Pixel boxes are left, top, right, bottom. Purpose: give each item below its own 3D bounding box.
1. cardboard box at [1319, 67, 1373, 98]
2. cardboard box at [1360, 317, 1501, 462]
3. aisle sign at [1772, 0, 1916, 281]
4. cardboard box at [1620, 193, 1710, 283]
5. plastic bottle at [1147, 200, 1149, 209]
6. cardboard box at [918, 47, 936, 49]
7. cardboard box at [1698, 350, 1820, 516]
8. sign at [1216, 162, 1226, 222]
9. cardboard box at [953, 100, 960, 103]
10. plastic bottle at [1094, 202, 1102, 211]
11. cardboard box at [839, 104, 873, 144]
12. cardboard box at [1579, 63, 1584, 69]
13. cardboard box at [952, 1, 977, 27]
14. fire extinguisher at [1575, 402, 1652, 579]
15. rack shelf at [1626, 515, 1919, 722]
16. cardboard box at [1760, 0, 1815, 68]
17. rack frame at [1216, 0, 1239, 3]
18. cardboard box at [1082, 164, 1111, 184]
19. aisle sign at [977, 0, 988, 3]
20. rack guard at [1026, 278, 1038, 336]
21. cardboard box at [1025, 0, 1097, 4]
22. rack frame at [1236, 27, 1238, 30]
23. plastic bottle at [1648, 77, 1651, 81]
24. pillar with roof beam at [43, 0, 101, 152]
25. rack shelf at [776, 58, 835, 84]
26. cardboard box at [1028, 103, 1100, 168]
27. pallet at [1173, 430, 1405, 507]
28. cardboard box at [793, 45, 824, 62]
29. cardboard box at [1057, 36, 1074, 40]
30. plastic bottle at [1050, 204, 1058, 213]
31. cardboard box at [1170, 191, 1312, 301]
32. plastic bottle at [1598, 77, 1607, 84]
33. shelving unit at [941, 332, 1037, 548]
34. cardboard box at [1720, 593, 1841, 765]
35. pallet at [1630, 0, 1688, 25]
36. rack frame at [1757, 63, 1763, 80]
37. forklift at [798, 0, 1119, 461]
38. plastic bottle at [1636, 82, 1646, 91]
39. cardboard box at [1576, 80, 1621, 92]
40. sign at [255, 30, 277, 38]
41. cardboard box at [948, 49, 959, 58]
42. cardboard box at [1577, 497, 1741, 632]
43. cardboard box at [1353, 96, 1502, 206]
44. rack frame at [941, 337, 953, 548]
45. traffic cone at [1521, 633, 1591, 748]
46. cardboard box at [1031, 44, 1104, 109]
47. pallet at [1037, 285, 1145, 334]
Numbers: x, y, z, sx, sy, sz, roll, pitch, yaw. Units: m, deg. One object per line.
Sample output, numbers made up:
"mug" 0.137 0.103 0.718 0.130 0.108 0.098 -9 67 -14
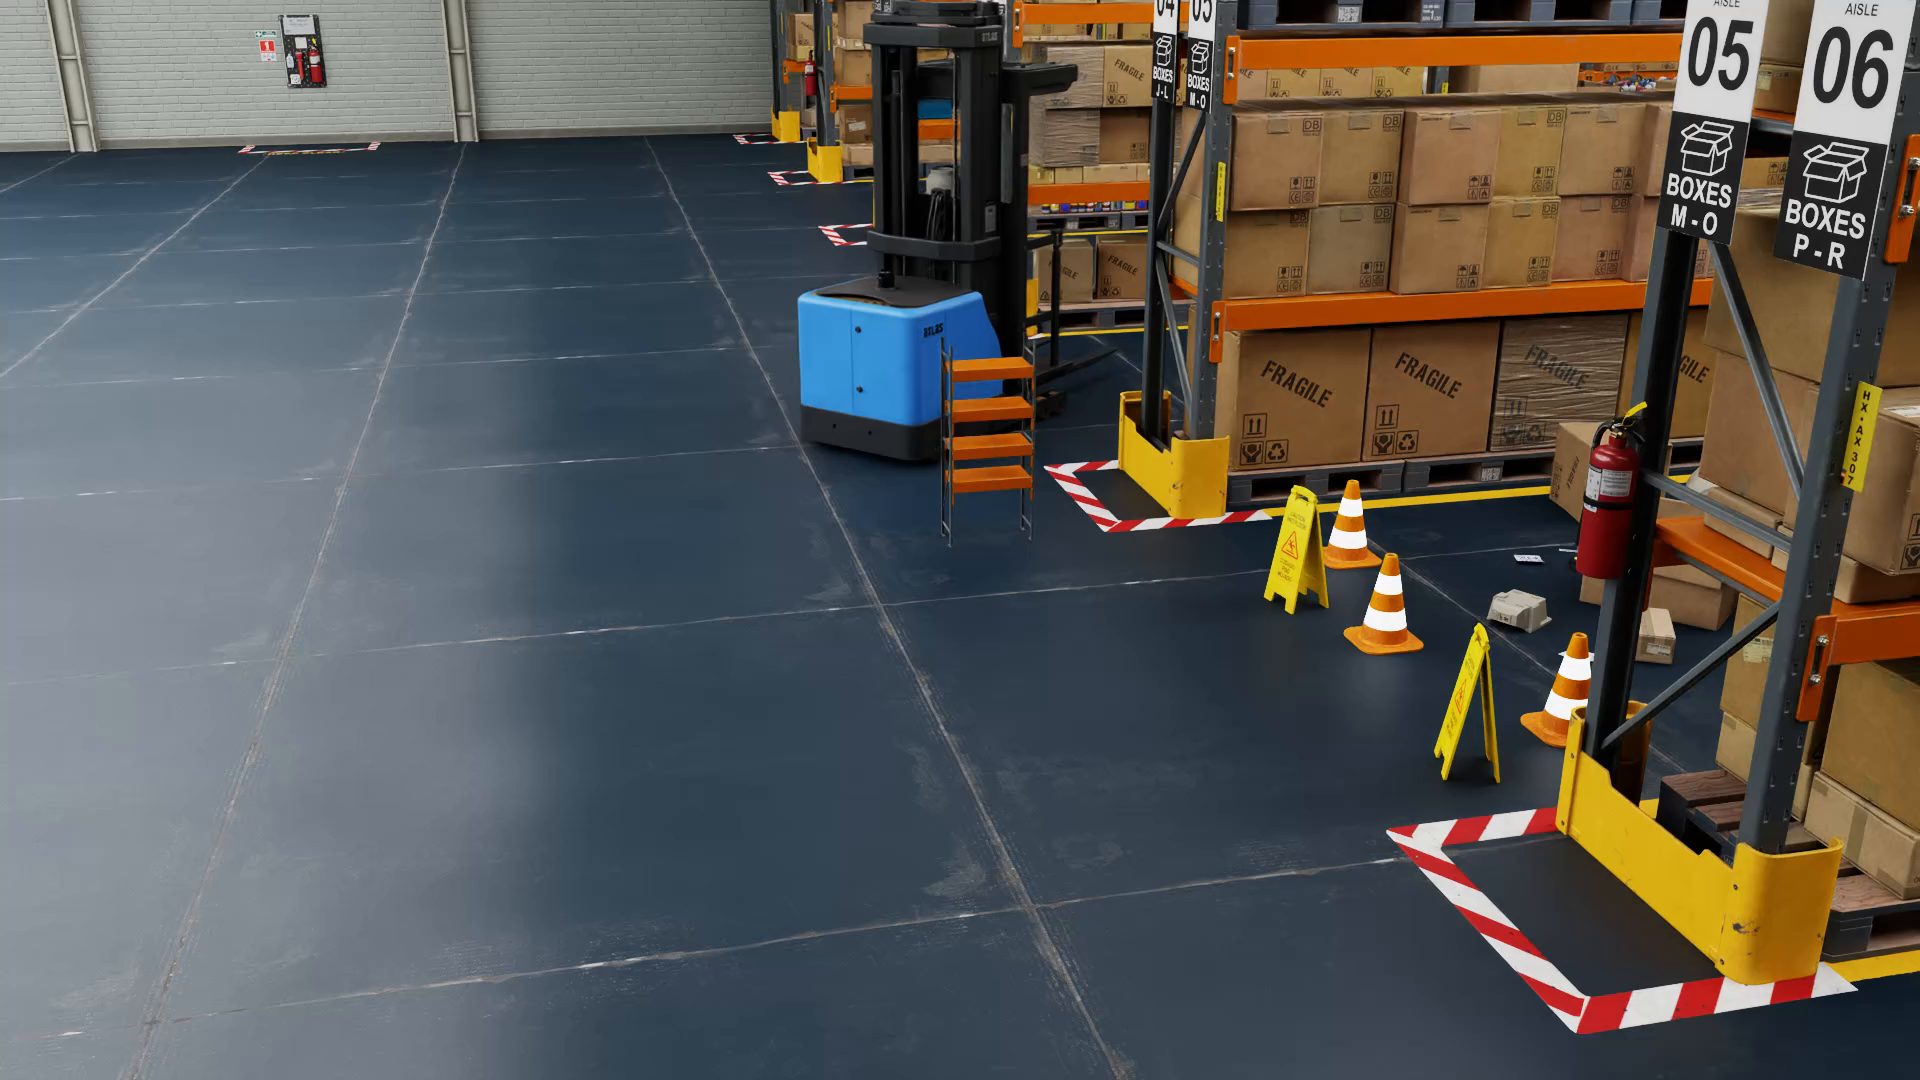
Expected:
"cardboard box" 3.360 -4.211 14.917 0.500 0.500 0.500 -5 21 -12
"cardboard box" 2.871 -1.083 10.889 0.875 0.875 0.875 -5 21 -13
"aisle sign" 2.619 -1.201 4.952 0.004 0.787 0.394 -5 21 -12
"cardboard box" 4.377 -2.040 10.805 0.550 0.550 0.875 -5 21 -12
"plastic bottle" 2.334 -4.180 20.077 0.185 0.351 0.144 -6 21 -15
"cardboard box" -0.512 -7.115 23.788 0.250 0.149 0.380 -5 21 -14
"cardboard box" 3.073 -0.410 5.996 0.500 0.500 0.500 -5 21 -13
"sign" 1.493 -1.995 9.526 0.005 0.325 0.100 -5 21 -12
"cardboard box" -0.200 -7.634 29.288 0.500 0.500 0.500 -6 21 -17
"plastic bottle" 1.652 -4.079 19.917 0.097 0.271 0.097 0 20 0
"cardboard box" -1.495 -6.122 24.464 0.500 0.500 0.500 -5 21 -12
"cardboard box" 10.157 -7.844 26.722 0.500 0.500 0.500 -4 21 -12
"cardboard box" 0.049 -7.538 24.001 0.500 0.500 0.700 -5 21 -12
"fire extinguisher" 2.391 -0.197 6.105 0.183 0.674 0.296 -5 21 -12
"rack shelf" 4.555 0.091 6.251 4.000 0.370 1.077 -5 21 -12
"cardboard box" 3.044 -1.697 5.511 0.500 0.250 0.500 -5 21 -13
"rack frame" 1.371 -4.554 9.165 0.127 3.000 1.000 -5 21 -12
"cardboard box" 1.155 -3.259 14.715 0.250 0.149 0.380 -5 21 -12
"aisle sign" 0.199 -4.722 14.565 0.004 0.787 0.394 -5 21 -12
"rack guard" 0.402 -2.238 15.197 0.348 0.500 1.175 -5 21 -12
"cardboard box" 0.856 -4.695 14.129 0.500 0.250 0.500 -4 21 -11
"rack frame" 3.081 -5.380 20.141 0.127 3.000 1.000 -5 21 -12
"plastic bottle" 9.082 -5.952 21.890 0.097 0.271 0.097 0 20 0
"pillar with roof beam" -13.297 -9.151 21.713 0.400 9.000 9.100 -5 21 -12
"rack shelf" -1.145 -8.200 28.886 4.000 0.370 1.077 -5 21 -12
"cardboard box" 0.869 -3.627 14.776 0.500 0.500 0.875 -5 21 -12
"pallet" 2.131 -0.518 10.921 1.213 0.211 1.003 -5 21 -12
"cardboard box" -2.544 -8.251 28.168 0.500 0.250 0.500 -5 21 -14
"cardboard box" 1.488 -7.278 24.233 0.250 0.149 0.380 -5 21 -14
"plastic bottle" 1.125 -4.004 19.812 0.097 0.201 0.097 0 20 0
"cardboard box" 1.722 -1.852 10.293 0.550 0.550 0.875 -5 21 -12
"plastic bottle" 8.381 -5.907 21.750 0.133 0.283 0.061 -5 21 -12
"shelving unit" 0.161 -0.576 9.644 0.503 1.200 0.258 -5 21 -12
"cardboard box" 3.328 0.503 6.379 0.500 0.500 0.500 -5 21 -12
"pallet" 4.465 -3.360 10.393 1.213 0.211 1.003 -5 21 -12
"rack frame" 8.113 -4.039 16.480 0.127 3.000 1.000 -5 21 -12
"forklift" 0.140 -2.351 11.971 1.130 2.935 3.031 13 24 32
"plastic bottle" 8.604 -5.644 21.032 0.133 0.283 0.061 -5 21 -12
"cardboard box" 5.886 -4.136 15.984 0.637 0.503 0.797 -3 20 -7
"sign" -11.417 -8.321 27.346 0.331 0.109 0.001 -5 21 -12
"cardboard box" 0.015 -6.925 24.213 0.500 0.500 0.700 -4 21 -11
"cardboard box" 3.735 0.097 8.818 0.797 0.503 0.637 14 25 34
"cardboard box" 2.831 -2.405 10.230 0.550 0.550 0.875 -5 21 -12
"rack frame" -0.076 -0.557 9.591 0.015 1.200 0.240 -5 21 -12
"traffic cone" 2.730 0.637 7.403 0.334 0.463 0.336 -5 21 -12
"cardboard box" 0.926 -4.014 14.381 0.500 0.500 0.500 -5 21 -12
"pallet" 1.201 -2.155 15.390 1.213 0.211 1.003 -5 21 -12
